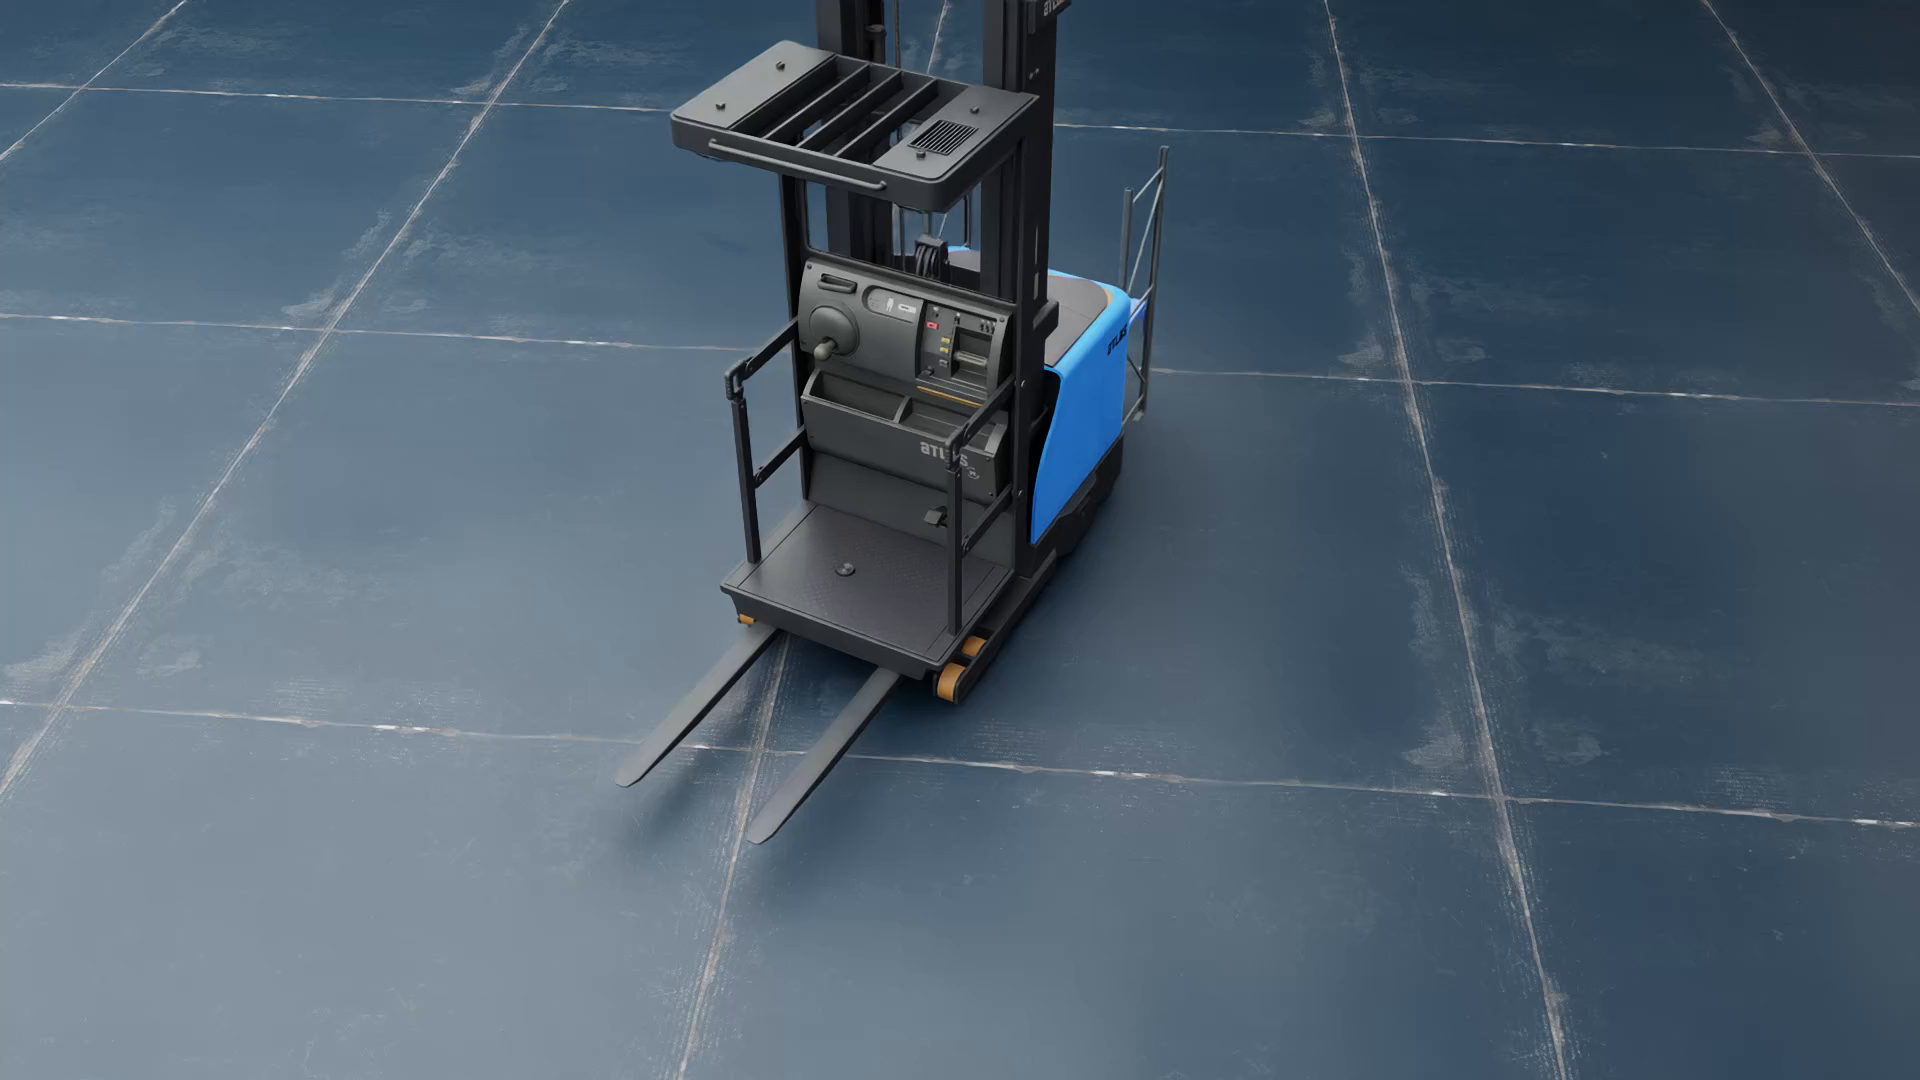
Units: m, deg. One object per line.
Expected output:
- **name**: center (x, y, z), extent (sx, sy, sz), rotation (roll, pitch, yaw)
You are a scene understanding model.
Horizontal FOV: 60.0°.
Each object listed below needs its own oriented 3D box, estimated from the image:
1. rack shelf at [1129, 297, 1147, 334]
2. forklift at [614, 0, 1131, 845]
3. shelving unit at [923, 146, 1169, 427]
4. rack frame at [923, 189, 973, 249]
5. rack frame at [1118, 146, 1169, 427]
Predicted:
- **rack shelf**: center (0.401, -1.127, 8.400), extent (1.000, 0.185, 0.538), rotation (17, 42, 20)
- **forklift**: center (-0.335, -0.774, 6.550), extent (1.130, 2.935, 3.031), rotation (18, 43, 21)
- **shelving unit**: center (0.401, -1.267, 8.287), extent (1.048, 1.500, 0.538), rotation (17, 42, 20)
- **rack frame**: center (-0.057, -1.406, 8.458), extent (0.032, 1.500, 0.500), rotation (17, 42, 20)
- **rack frame**: center (0.859, -1.127, 8.116), extent (0.032, 1.500, 0.500), rotation (17, 42, 20)
